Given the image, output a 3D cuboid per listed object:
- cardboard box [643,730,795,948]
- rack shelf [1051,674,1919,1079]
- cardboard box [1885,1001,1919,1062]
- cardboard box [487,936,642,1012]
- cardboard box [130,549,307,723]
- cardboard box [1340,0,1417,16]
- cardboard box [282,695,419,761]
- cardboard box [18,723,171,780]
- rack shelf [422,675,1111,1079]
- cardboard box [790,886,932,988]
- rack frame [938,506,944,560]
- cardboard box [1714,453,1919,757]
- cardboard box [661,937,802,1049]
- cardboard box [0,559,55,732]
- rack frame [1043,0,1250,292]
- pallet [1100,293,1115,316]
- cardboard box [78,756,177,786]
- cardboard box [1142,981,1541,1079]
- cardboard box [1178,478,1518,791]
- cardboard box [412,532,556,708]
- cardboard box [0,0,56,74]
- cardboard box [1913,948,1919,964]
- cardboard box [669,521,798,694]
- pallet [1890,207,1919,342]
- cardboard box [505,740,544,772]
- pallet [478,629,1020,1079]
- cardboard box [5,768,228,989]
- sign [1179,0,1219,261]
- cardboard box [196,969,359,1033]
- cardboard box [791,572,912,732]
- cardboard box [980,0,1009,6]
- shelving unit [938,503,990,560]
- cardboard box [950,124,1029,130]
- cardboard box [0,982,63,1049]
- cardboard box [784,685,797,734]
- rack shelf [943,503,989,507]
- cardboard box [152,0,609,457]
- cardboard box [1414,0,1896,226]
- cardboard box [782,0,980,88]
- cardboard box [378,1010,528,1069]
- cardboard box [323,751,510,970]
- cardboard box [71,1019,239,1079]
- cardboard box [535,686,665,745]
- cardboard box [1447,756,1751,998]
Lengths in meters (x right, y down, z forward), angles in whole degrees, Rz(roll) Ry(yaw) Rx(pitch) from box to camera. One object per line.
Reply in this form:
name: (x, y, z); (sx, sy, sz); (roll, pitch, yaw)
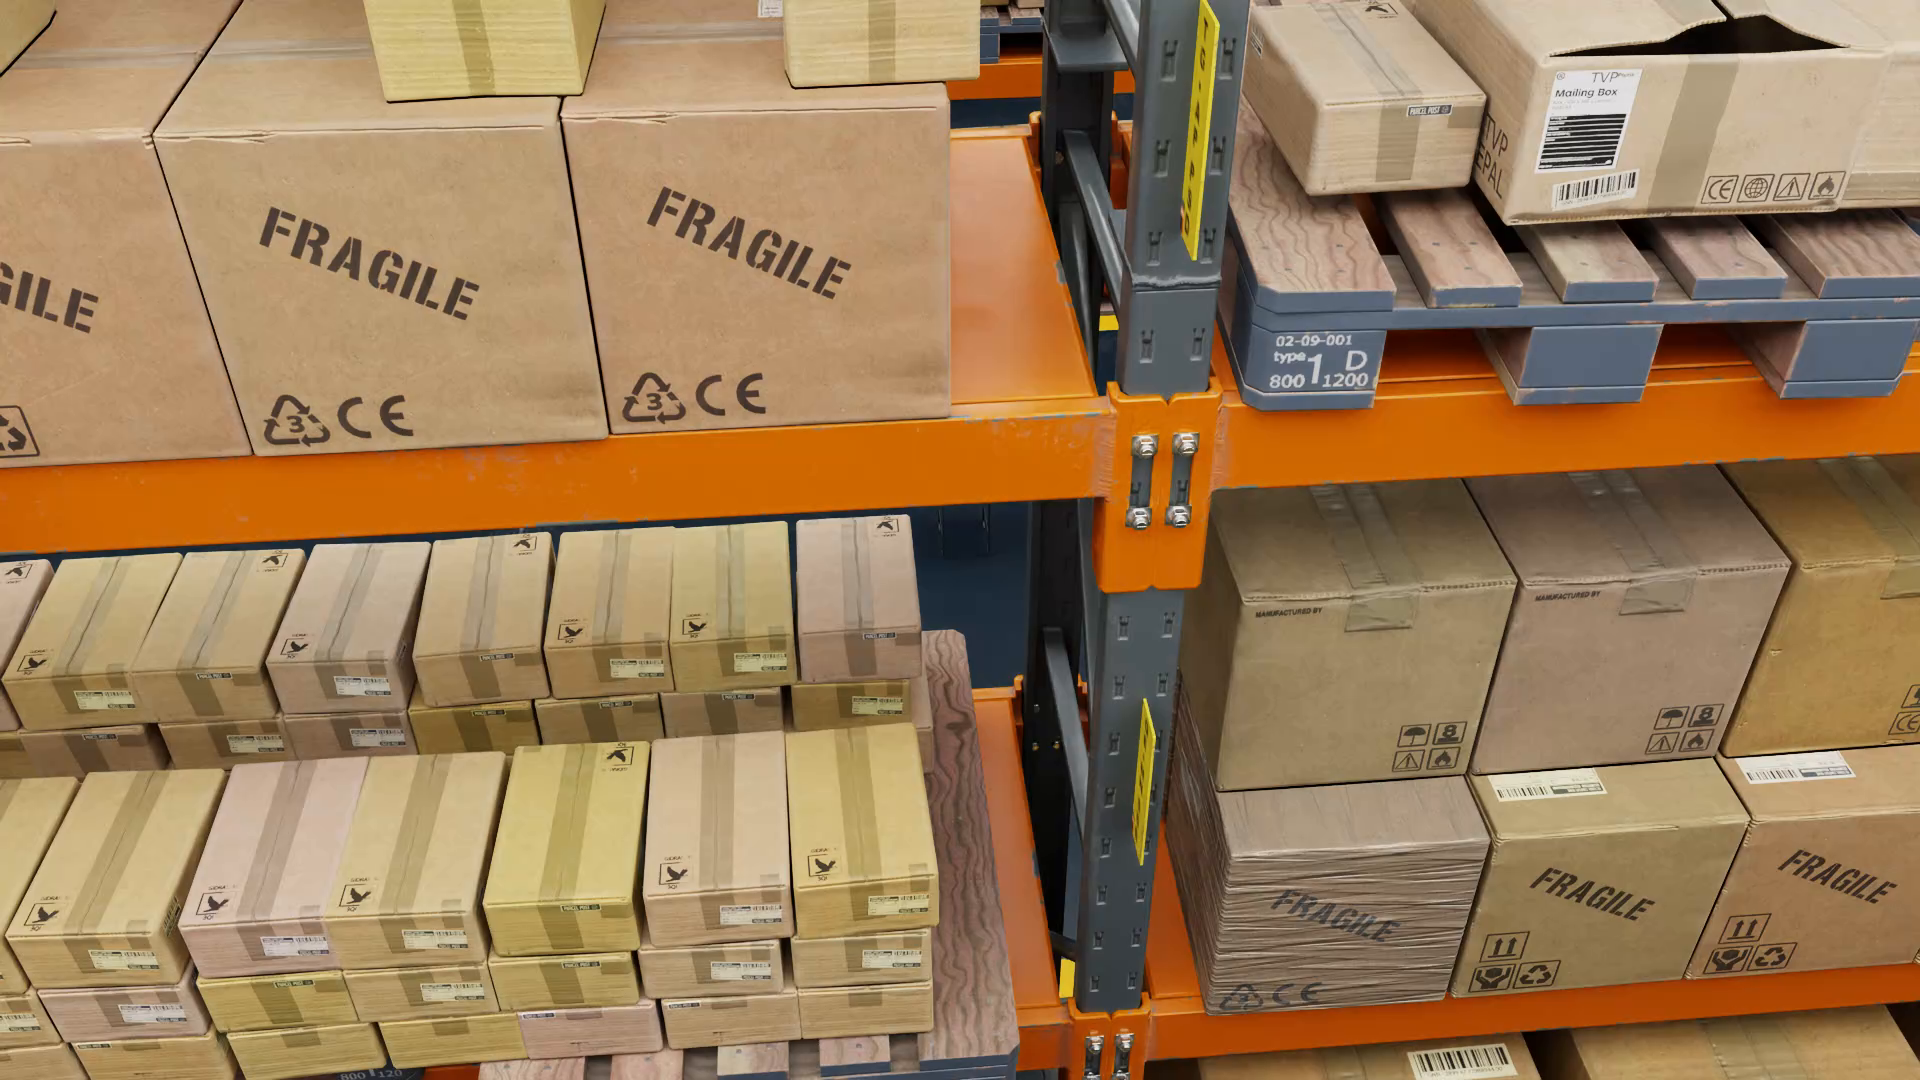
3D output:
cardboard box: (-0.435, 0.538, 3.030); (0.250, 0.149, 0.380); (-4, 38, -5)
rack shelf: (2.255, 0.688, 4.037); (4.000, 0.370, 1.077); (-3, 38, -4)
cardboard box: (2.676, 1.154, 4.342); (0.750, 0.750, 1.050); (-3, 38, -4)
cardboard box: (-0.716, 0.672, 3.100); (0.250, 0.149, 0.380); (-2, 38, -3)
cardboard box: (-1.524, 0.195, 3.465); (0.250, 0.149, 0.380); (-2, 38, -3)
cardboard box: (0.840, -0.943, 2.871); (0.250, 0.166, 0.380); (-3, 38, -4)
cardboard box: (-1.271, 0.295, 3.578); (0.250, 0.149, 0.380); (-3, 38, -4)
cardboard box: (-1.787, 0.324, 3.542); (0.250, 0.149, 0.380); (-2, 38, -2)
rack shelf: (-1.729, 0.908, 3.759); (4.000, 0.370, 1.077); (-3, 38, -4)
cardboard box: (-0.189, 0.640, 3.140); (0.250, 0.149, 0.380); (-2, 38, -3)
rack frame: (-0.077, -0.467, 6.373); (0.006, 1.200, 0.240); (-3, 38, -4)
cardboard box: (1.726, 0.007, 3.431); (0.500, 0.500, 0.700); (-4, 38, -5)
cardboard box: (-0.435, 0.772, 3.213); (0.250, 0.149, 0.380); (-3, 38, -4)
cardboard box: (-2.040, 0.222, 3.431); (0.250, 0.149, 0.380); (-5, 39, -6)
rack frame: (0.263, -1.840, 1.817); (0.127, 3.000, 1.000); (-3, 38, -4)
pallet: (0.502, -1.480, 8.456); (1.213, 0.211, 1.003); (-3, 38, -4)
cardboard box: (-1.780, 0.437, 3.639); (0.250, 0.149, 0.380); (-4, 38, -5)
cardboard box: (0.877, 1.256, 4.214); (0.750, 0.750, 1.050); (-4, 38, -5)
cardboard box: (0.711, 0.065, 3.358); (0.500, 0.500, 0.700); (-3, 38, -4)
cardboard box: (-0.991, 0.163, 3.506); (0.250, 0.149, 0.380); (-5, 39, -6)
cardboard box: (-1.396, -0.736, 2.141); (0.258, 0.266, 0.396); (-3, 38, -4)
cardboard box: (2.239, 0.535, 3.569); (0.500, 0.500, 0.500); (-4, 38, -4)
cardboard box: (-0.482, 0.138, 3.537); (0.250, 0.149, 0.380); (-4, 38, -5)
pallet: (2.013, -0.719, 2.971); (1.213, 0.211, 1.003); (-1, 38, -2)
cardboard box: (-1.005, 0.395, 3.692); (0.250, 0.149, 0.380); (-1, 38, -2)
pallet: (-0.437, 0.696, 3.602); (1.003, 0.211, 1.213); (-3, 38, -4)
cardboard box: (-1.473, 0.595, 2.958); (0.250, 0.149, 0.380); (-1, 38, -2)
sign: (0.309, -0.530, 2.161); (0.005, 0.325, 0.100); (-3, 38, -4)
cardboard box: (-1.214, 0.698, 3.068); (0.250, 0.149, 0.380); (-3, 38, -4)
cardboard box: (-0.236, 0.235, 3.654); (0.250, 0.149, 0.380); (-2, 38, -2)
cardboard box: (0.064, -2.502, 7.364); (0.250, 0.149, 0.380); (-5, 39, -7)
shelving unit: (0.014, -0.472, 6.379); (0.189, 1.200, 0.258); (-3, 38, -4)
cardboard box: (0.288, -1.691, 8.254); (0.625, 0.372, 0.950); (-6, 39, -7)
cardboard box: (-1.731, 0.727, 3.031); (0.250, 0.149, 0.380); (-4, 38, -5)
cardboard box: (-0.468, 0.364, 3.731); (0.250, 0.149, 0.380); (-1, 38, -2)
rack shelf: (0.014, -0.249, 6.556); (0.180, 0.103, 0.258); (-3, 38, -4)
cardboard box: (-0.780, -0.478, 2.432); (0.500, 0.500, 0.500); (-3, 38, -4)
cardboard box: (1.003, -0.735, 2.491); (0.500, 0.311, 0.500); (-3, 38, -4)
cardboard box: (-0.117, -0.819, 2.247); (0.258, 0.266, 0.396); (-3, 38, -4)
cardboard box: (-0.940, 0.798, 3.181); (0.250, 0.149, 0.380); (-4, 38, -5)
cardboard box: (-0.961, 0.569, 2.991); (0.250, 0.149, 0.380); (-2, 38, -3)
cardboard box: (-1.466, 0.827, 3.144); (0.250, 0.149, 0.380); (-2, 38, -3)
cardboard box: (-0.772, 0.268, 3.613); (0.250, 0.149, 0.380); (-4, 38, -5)
cardboard box: (1.240, 0.589, 3.502); (0.500, 0.500, 0.500); (-3, 38, -4)
